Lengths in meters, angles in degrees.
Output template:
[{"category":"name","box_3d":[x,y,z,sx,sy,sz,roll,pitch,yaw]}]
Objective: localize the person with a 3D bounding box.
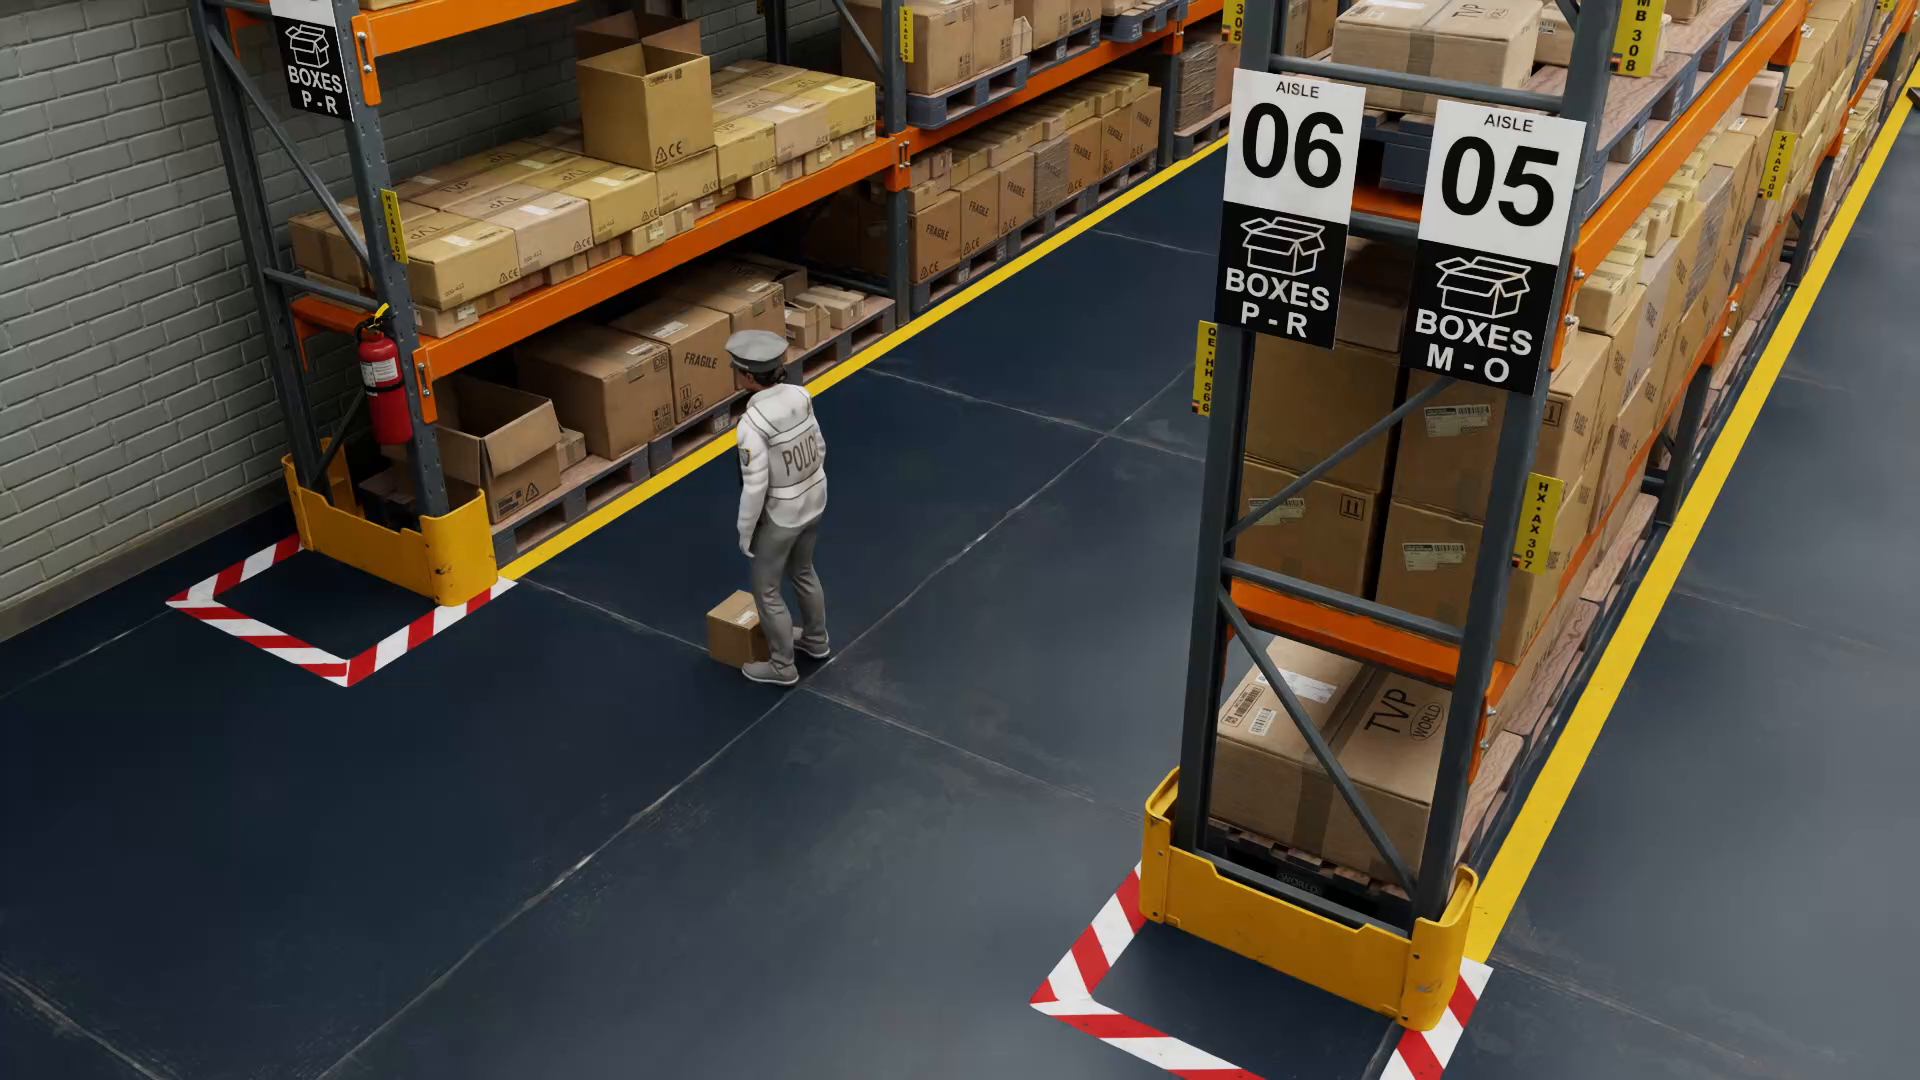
[{"category":"person","box_3d":[-0.793,-0.120,7.331,0.376,1.663,0.527,18,35,27]}]
